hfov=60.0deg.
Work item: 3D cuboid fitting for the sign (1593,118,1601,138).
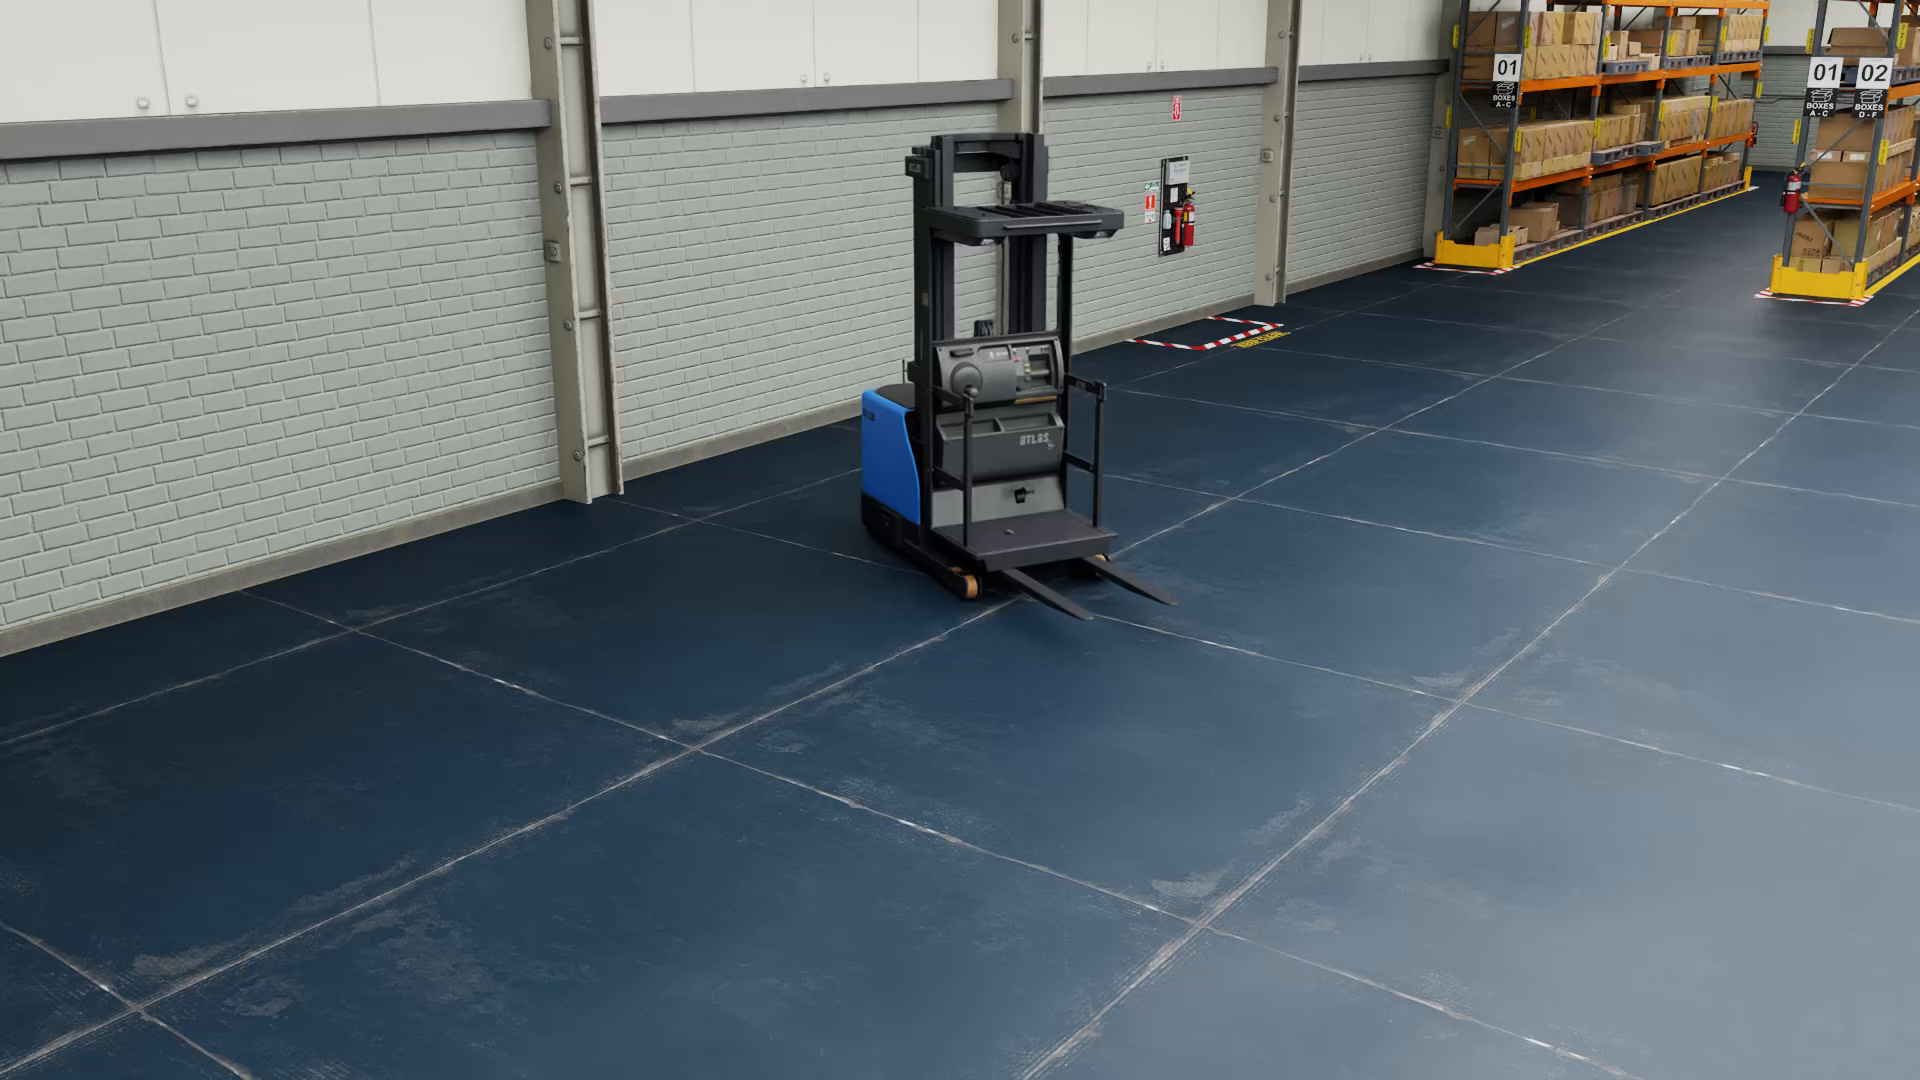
[{"bbox_3d":[10.870,-7.031,28.366,0.100,0.325,0.005,12,21,35],"label":"sign"}]

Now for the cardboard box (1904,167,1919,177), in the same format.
[{"bbox_3d":[15.102,-5.892,26.582,0.380,0.149,0.250,12,21,35],"label":"cardboard box"}]

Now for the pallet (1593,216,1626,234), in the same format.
[{"bbox_3d":[11.618,-5.857,30.749,1.003,0.211,1.213,12,21,35],"label":"pallet"}]

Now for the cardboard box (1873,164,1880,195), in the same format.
[{"bbox_3d":[12.624,-5.167,23.655,0.700,0.500,0.500,13,22,36],"label":"cardboard box"}]

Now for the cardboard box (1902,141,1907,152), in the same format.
[{"bbox_3d":[13.961,-5.908,24.947,0.380,0.149,0.250,12,21,35],"label":"cardboard box"}]

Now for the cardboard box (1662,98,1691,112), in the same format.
[{"bbox_3d":[14.204,-8.655,33.087,0.500,0.250,0.500,12,21,34],"label":"cardboard box"}]

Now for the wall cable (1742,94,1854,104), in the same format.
[{"bbox_3d":[21.236,-12.236,41.707,3.097,2.526,0.112,12,21,35],"label":"wall cable"}]

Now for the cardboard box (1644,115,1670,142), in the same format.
[{"bbox_3d":[13.308,-7.934,32.031,0.500,0.500,0.500,13,22,36],"label":"cardboard box"}]

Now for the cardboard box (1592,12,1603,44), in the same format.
[{"bbox_3d":[10.348,-8.511,27.648,0.500,0.500,0.500,10,20,30],"label":"cardboard box"}]

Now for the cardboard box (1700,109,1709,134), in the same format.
[{"bbox_3d":[15.123,-8.662,34.374,0.500,0.500,0.500,12,21,34],"label":"cardboard box"}]

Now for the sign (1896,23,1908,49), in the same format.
[{"bbox_3d":[12.469,-6.672,22.007,0.100,0.325,0.005,12,21,35],"label":"sign"}]

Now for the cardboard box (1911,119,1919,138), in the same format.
[{"bbox_3d":[17.078,-7.208,29.520,0.700,0.500,0.500,5,18,16],"label":"cardboard box"}]

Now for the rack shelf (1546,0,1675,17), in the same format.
[{"bbox_3d":[11.621,-9.518,29.608,1.077,0.370,4.000,12,21,35],"label":"rack shelf"}]

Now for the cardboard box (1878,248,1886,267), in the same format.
[{"bbox_3d":[13.420,-4.217,24.694,0.500,0.250,0.500,12,21,35],"label":"cardboard box"}]

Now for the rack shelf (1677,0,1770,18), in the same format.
[{"bbox_3d":[16.388,-11.424,35.744,1.077,0.370,4.000,12,21,35],"label":"rack shelf"}]

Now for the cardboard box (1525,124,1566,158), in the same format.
[{"bbox_3d":[9.485,-6.478,27.002,0.500,0.500,0.500,13,22,36],"label":"cardboard box"}]

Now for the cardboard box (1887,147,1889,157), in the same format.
[{"bbox_3d":[13.047,-5.543,23.774,0.380,0.149,0.250,12,21,33],"label":"cardboard box"}]

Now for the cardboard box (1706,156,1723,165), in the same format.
[{"bbox_3d":[16.385,-8.267,36.220,0.380,0.149,0.250,12,21,33],"label":"cardboard box"}]

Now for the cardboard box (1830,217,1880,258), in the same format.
[{"bbox_3d":[12.821,-4.338,23.817,0.500,0.500,0.500,12,21,35],"label":"cardboard box"}]

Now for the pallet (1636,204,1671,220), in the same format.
[{"bbox_3d":[13.343,-6.507,32.841,1.003,0.211,1.213,12,21,35],"label":"pallet"}]

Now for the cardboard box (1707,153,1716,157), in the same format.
[{"bbox_3d":[16.706,-8.586,37.249,0.380,0.149,0.250,13,21,35],"label":"cardboard box"}]

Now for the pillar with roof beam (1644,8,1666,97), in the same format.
[{"bbox_3d":[18.376,-11.041,32.623,9.100,9.000,0.400,12,21,35],"label":"pillar with roof beam"}]

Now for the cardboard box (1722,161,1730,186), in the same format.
[{"bbox_3d":[16.645,-8.153,36.946,0.700,0.500,0.500,12,21,33],"label":"cardboard box"}]

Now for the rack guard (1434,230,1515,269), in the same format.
[{"bbox_3d":[8.091,-4.583,26.159,1.175,0.500,0.348,12,21,35],"label":"rack guard"}]

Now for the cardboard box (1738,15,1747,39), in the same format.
[{"bbox_3d":[16.437,-10.946,35.489,0.500,0.500,0.500,13,21,35],"label":"cardboard box"}]

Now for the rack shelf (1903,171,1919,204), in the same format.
[{"bbox_3d":[15.601,-5.970,27.622,1.077,0.370,4.000,12,21,35],"label":"rack shelf"}]

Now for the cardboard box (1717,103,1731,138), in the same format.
[{"bbox_3d":[15.972,-9.059,35.852,0.980,0.700,0.700,12,21,33],"label":"cardboard box"}]

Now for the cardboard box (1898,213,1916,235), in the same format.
[{"bbox_3d":[14.856,-5.046,26.419,0.500,0.311,0.500,13,21,35],"label":"cardboard box"}]

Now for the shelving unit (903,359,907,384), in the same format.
[{"bbox_3d":[-0.296,-0.781,12.734,0.189,1.200,0.258,-8,19,-25],"label":"shelving unit"}]

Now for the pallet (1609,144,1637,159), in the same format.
[{"bbox_3d":[11.666,-7.094,30.352,1.003,0.211,1.213,12,21,35],"label":"pallet"}]

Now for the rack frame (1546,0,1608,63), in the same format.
[{"bbox_3d":[10.429,-9.576,27.908,1.000,3.000,0.127,12,21,35],"label":"rack frame"}]

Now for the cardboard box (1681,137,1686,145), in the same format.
[{"bbox_3d":[14.430,-8.081,33.598,0.380,0.149,0.250,12,21,33],"label":"cardboard box"}]

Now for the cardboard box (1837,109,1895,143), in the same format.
[{"bbox_3d":[12.955,-5.919,23.891,0.700,0.500,0.500,13,21,35],"label":"cardboard box"}]

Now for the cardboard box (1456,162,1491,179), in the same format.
[{"bbox_3d":[8.169,-5.842,26.218,0.500,0.250,0.500,13,21,35],"label":"cardboard box"}]

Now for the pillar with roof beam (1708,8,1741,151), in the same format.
[{"bbox_3d":[21.951,-12.470,37.225,9.100,9.000,0.400,12,21,35],"label":"pillar with roof beam"}]

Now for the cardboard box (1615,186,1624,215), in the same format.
[{"bbox_3d":[12.025,-6.398,31.260,0.700,0.500,0.500,12,21,35],"label":"cardboard box"}]

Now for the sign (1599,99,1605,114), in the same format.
[{"bbox_3d":[12.365,-8.314,32.007,0.100,0.325,0.005,12,21,35],"label":"sign"}]

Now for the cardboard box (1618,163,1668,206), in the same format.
[{"bbox_3d":[13.356,-6.990,32.611,0.750,0.750,0.750,12,21,34],"label":"cardboard box"}]

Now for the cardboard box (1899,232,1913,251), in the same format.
[{"bbox_3d":[14.849,-4.777,26.496,0.500,0.250,0.500,12,21,33],"label":"cardboard box"}]

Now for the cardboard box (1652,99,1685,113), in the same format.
[{"bbox_3d":[13.904,-8.532,32.692,0.500,0.250,0.500,13,21,35],"label":"cardboard box"}]

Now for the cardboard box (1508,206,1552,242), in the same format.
[{"bbox_3d":[9.347,-5.226,27.486,0.700,0.500,0.500,11,20,31],"label":"cardboard box"}]

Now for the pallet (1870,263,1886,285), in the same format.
[{"bbox_3d":[13.176,-4.031,24.869,1.003,0.211,1.213,12,21,35],"label":"pallet"}]

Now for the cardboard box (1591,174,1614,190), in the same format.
[{"bbox_3d":[11.733,-6.610,30.679,0.500,0.250,0.500,12,21,34],"label":"cardboard box"}]

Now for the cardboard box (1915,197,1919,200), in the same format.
[{"bbox_3d":[16.679,-5.777,28.770,0.500,0.311,0.500,13,22,36],"label":"cardboard box"}]

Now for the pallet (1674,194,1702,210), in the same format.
[{"bbox_3d":[14.797,-7.088,34.712,1.003,0.211,1.213,12,21,35],"label":"pallet"}]

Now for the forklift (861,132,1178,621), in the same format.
[{"bbox_3d":[0.372,-1.155,11.020,1.130,2.935,3.031,-8,19,-25],"label":"forklift"}]

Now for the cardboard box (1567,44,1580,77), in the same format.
[{"bbox_3d":[9.716,-7.780,26.980,0.500,0.500,0.500,11,21,33],"label":"cardboard box"}]

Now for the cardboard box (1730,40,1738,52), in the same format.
[{"bbox_3d":[16.134,-10.463,35.196,0.500,0.250,0.500,12,21,34],"label":"cardboard box"}]

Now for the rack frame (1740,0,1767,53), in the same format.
[{"bbox_3d":[17.579,-12.434,37.112,1.000,3.000,0.127,12,21,35],"label":"rack frame"}]

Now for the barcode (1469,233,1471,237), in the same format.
[{"bbox_3d":[8.220,-4.913,26.783,0.001,0.075,0.075,12,21,35],"label":"barcode"}]

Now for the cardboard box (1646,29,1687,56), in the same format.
[{"bbox_3d":[13.954,-9.865,32.985,0.700,0.500,0.500,12,21,35],"label":"cardboard box"}]

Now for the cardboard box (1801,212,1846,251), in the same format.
[{"bbox_3d":[12.691,-4.551,24.504,0.500,0.500,0.500,12,21,35],"label":"cardboard box"}]

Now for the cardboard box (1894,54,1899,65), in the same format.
[{"bbox_3d":[12.869,-6.713,23.225,0.380,0.149,0.250,12,21,35],"label":"cardboard box"}]

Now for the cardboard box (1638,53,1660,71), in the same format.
[{"bbox_3d":[12.600,-8.844,30.725,0.500,0.311,0.500,12,21,35],"label":"cardboard box"}]

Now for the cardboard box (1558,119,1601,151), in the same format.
[{"bbox_3d":[10.760,-7.084,29.088,0.700,0.500,0.500,12,21,35],"label":"cardboard box"}]

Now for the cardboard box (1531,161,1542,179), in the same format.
[{"bbox_3d":[8.890,-5.883,26.349,0.500,0.250,0.500,12,21,33],"label":"cardboard box"}]

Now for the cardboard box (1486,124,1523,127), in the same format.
[{"bbox_3d":[8.768,-6.447,26.900,0.500,0.500,0.500,12,21,33],"label":"cardboard box"}]
